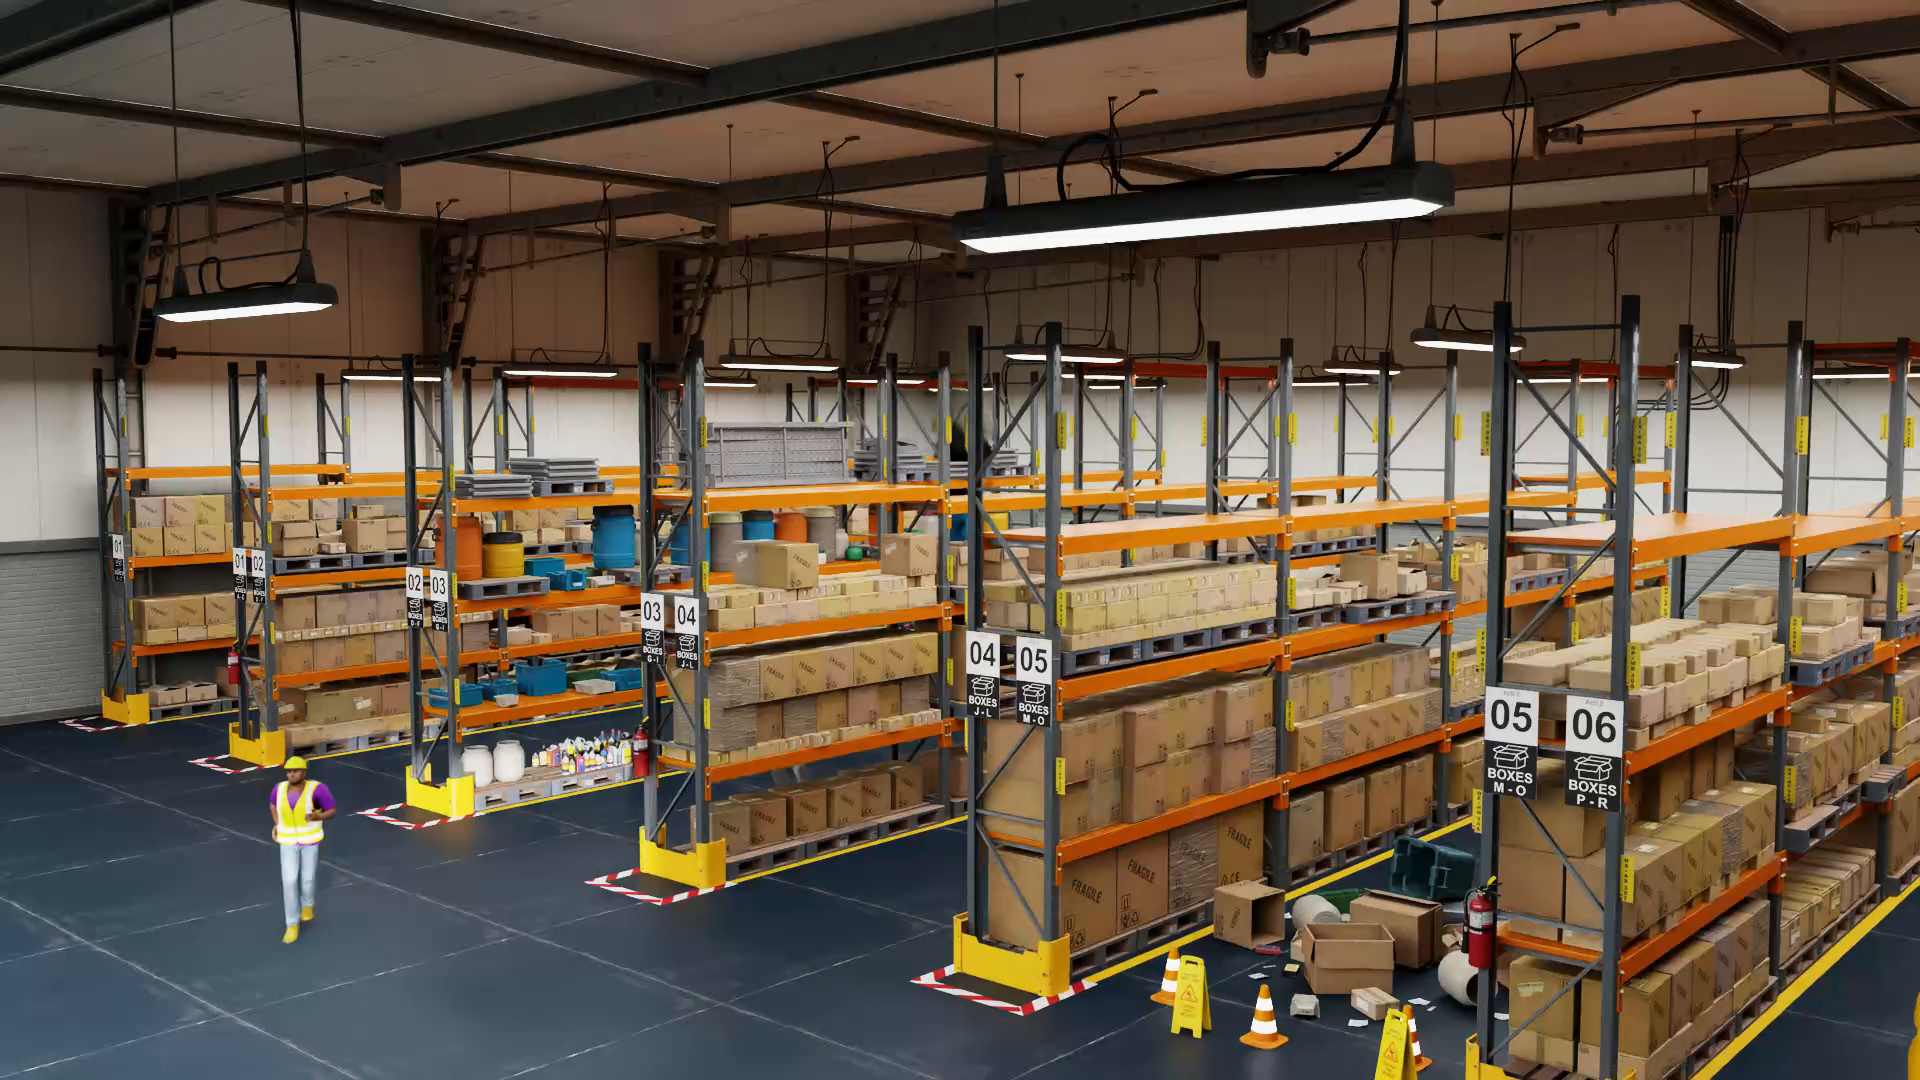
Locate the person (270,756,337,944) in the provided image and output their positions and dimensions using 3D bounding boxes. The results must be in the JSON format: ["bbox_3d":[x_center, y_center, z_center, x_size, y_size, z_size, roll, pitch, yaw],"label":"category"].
[{"bbox_3d":[-6.601,3.061,16.713,0.666,1.828,0.806,-1,4,-14],"label":"person"}]

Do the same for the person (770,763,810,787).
[{"bbox_3d":[-2.248,2.661,22.054,0.673,1.800,0.773,3,5,34],"label":"person"}]
